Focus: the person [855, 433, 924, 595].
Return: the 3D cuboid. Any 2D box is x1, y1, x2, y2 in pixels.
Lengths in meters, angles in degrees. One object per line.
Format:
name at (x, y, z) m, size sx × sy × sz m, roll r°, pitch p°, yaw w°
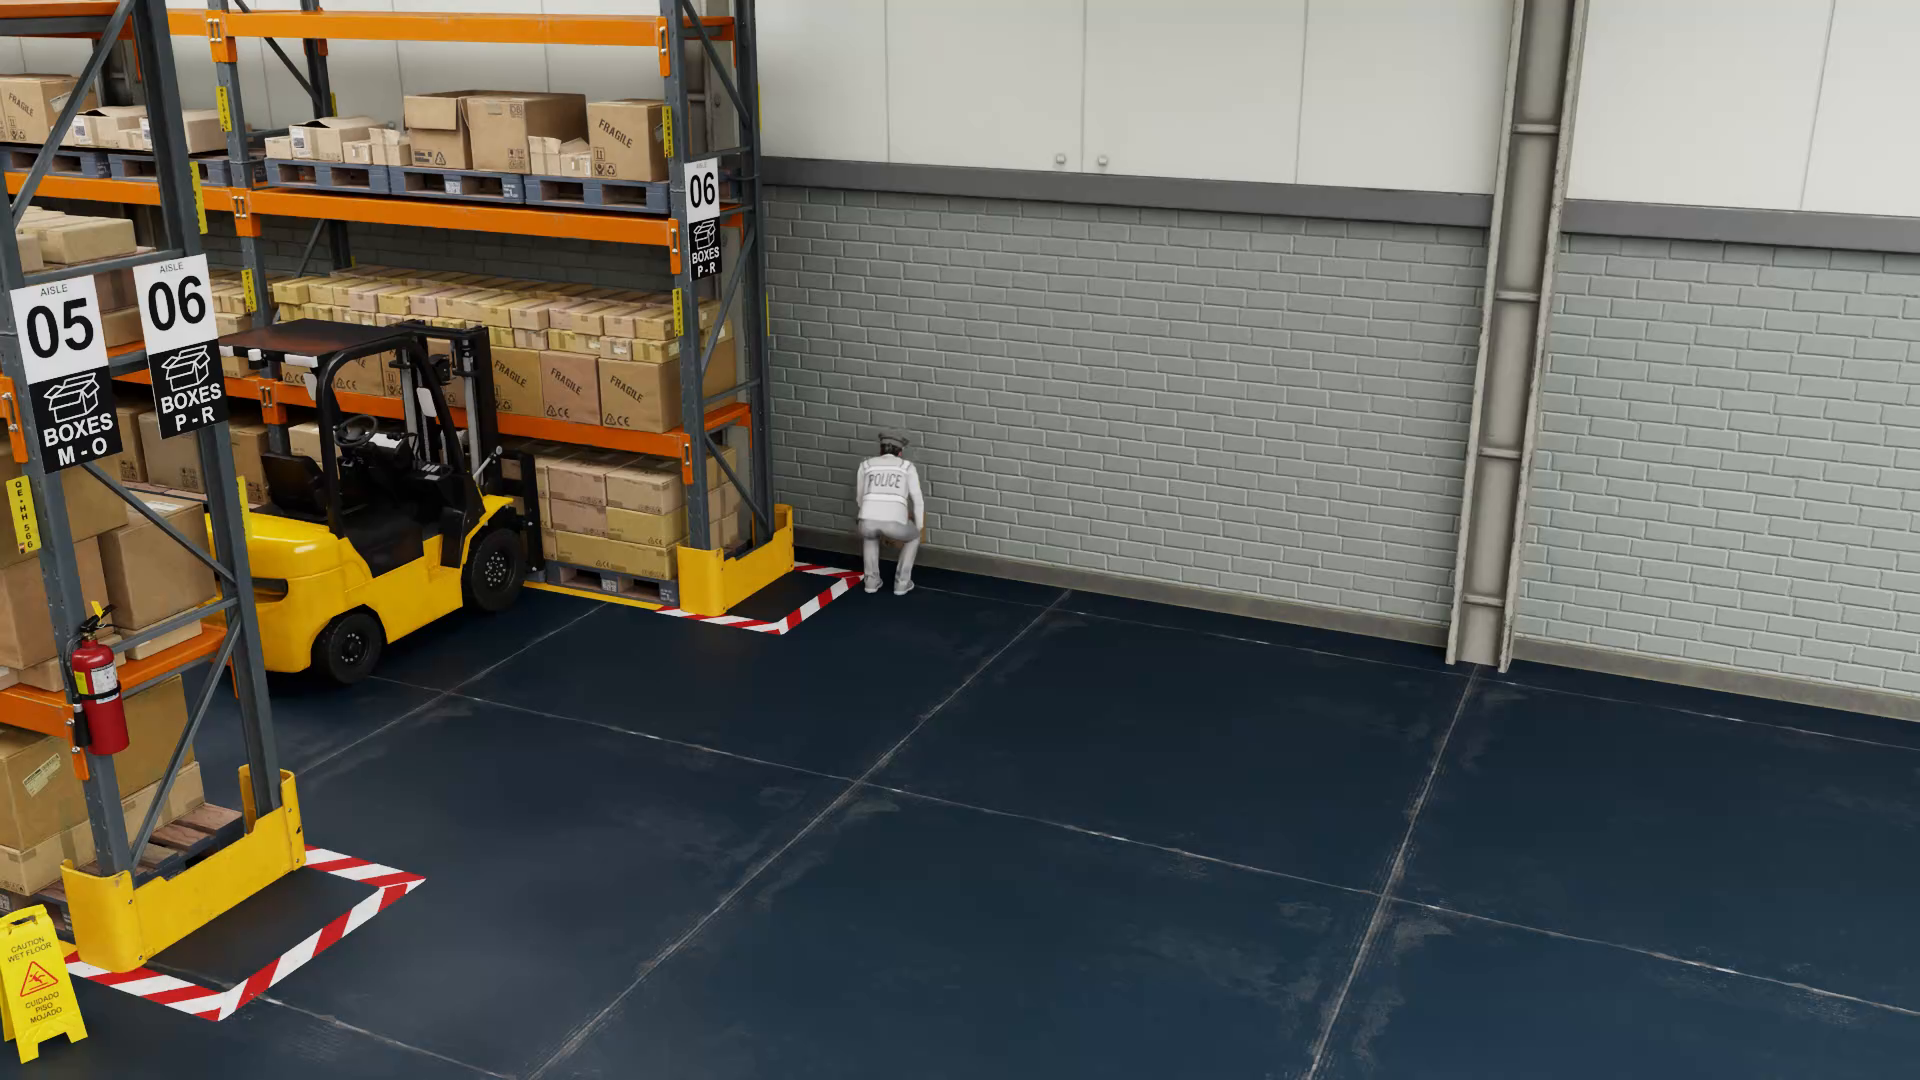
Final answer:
person at (-0.554, -0.196, 12.438) m, size 0.515 × 1.139 × 0.802 m, roll 4°, pitch 20°, yaw 12°
